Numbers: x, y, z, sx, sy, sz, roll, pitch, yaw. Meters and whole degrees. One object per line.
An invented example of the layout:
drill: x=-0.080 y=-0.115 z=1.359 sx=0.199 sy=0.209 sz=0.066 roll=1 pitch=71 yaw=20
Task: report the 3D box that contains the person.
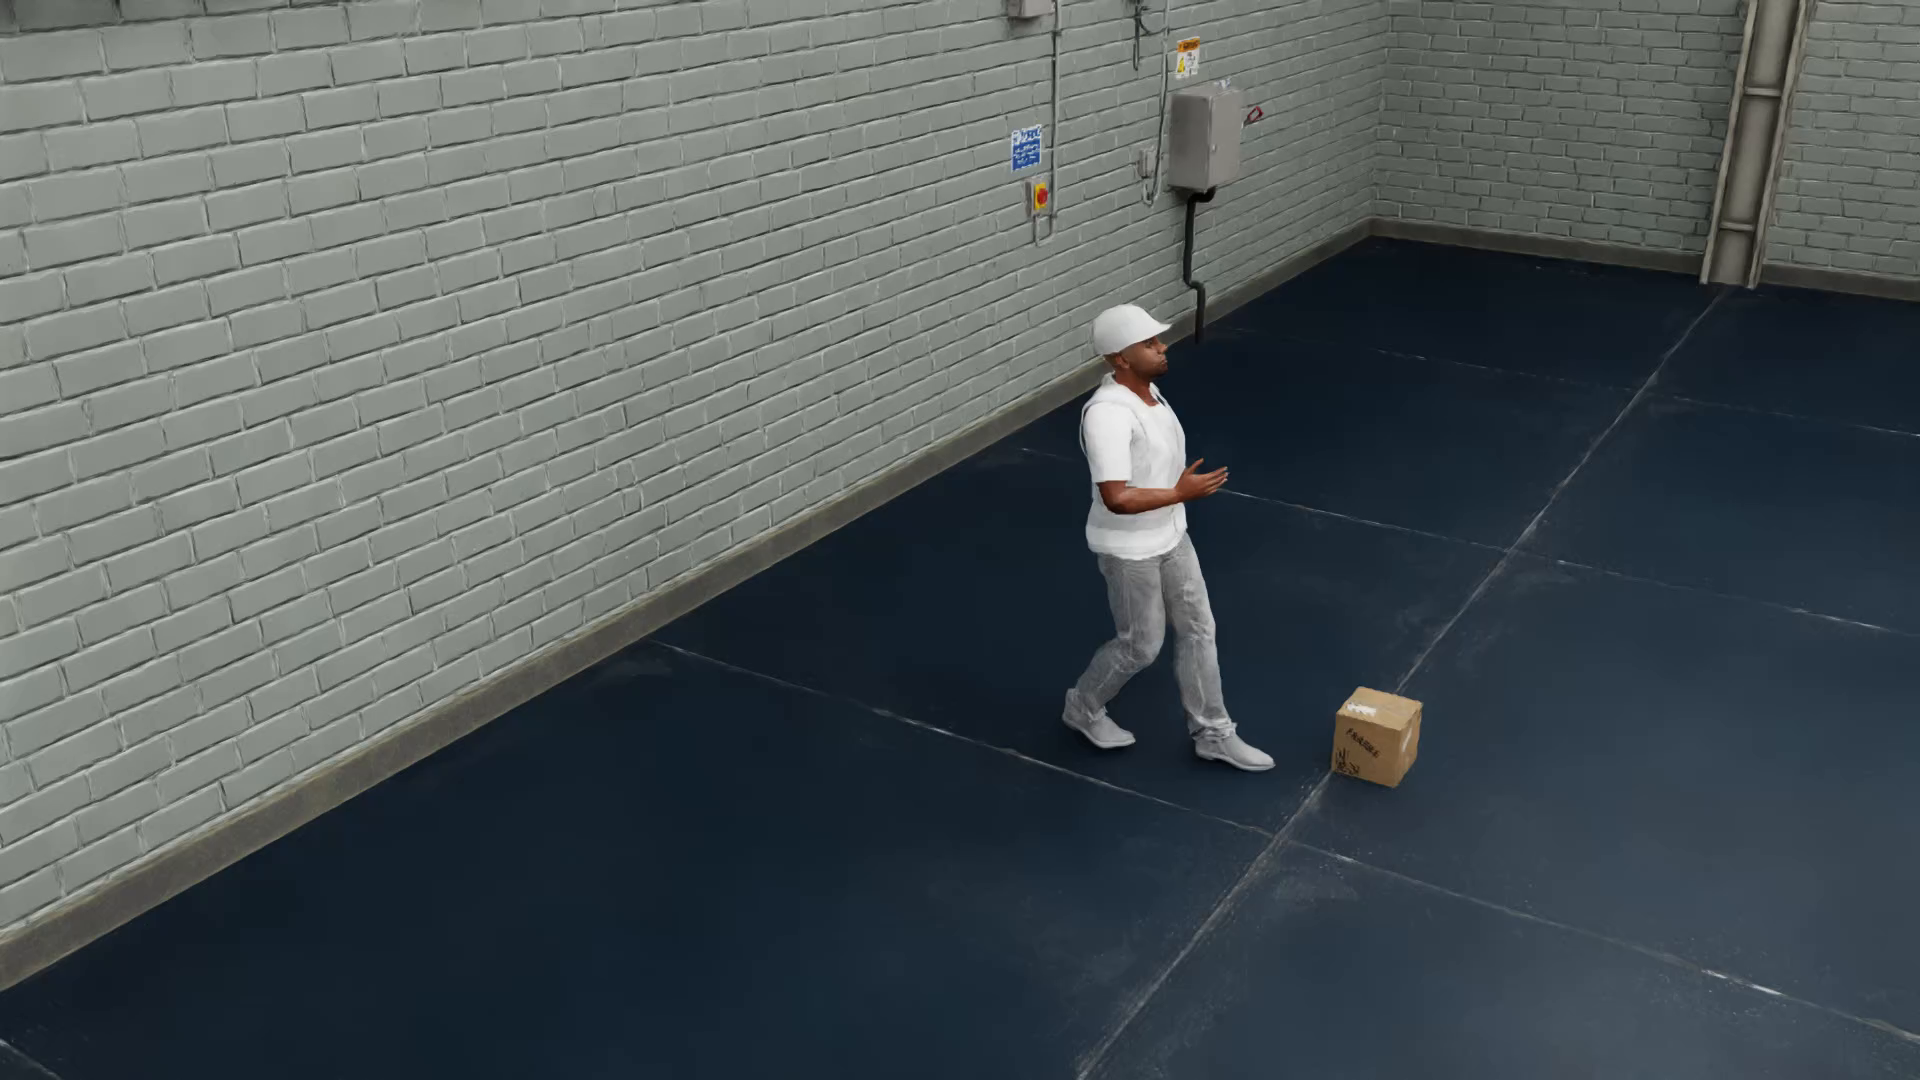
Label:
person: x=0.742 y=0.016 z=6.032 sx=0.879 sy=1.738 sz=0.651 roll=13 pitch=26 yaw=28
